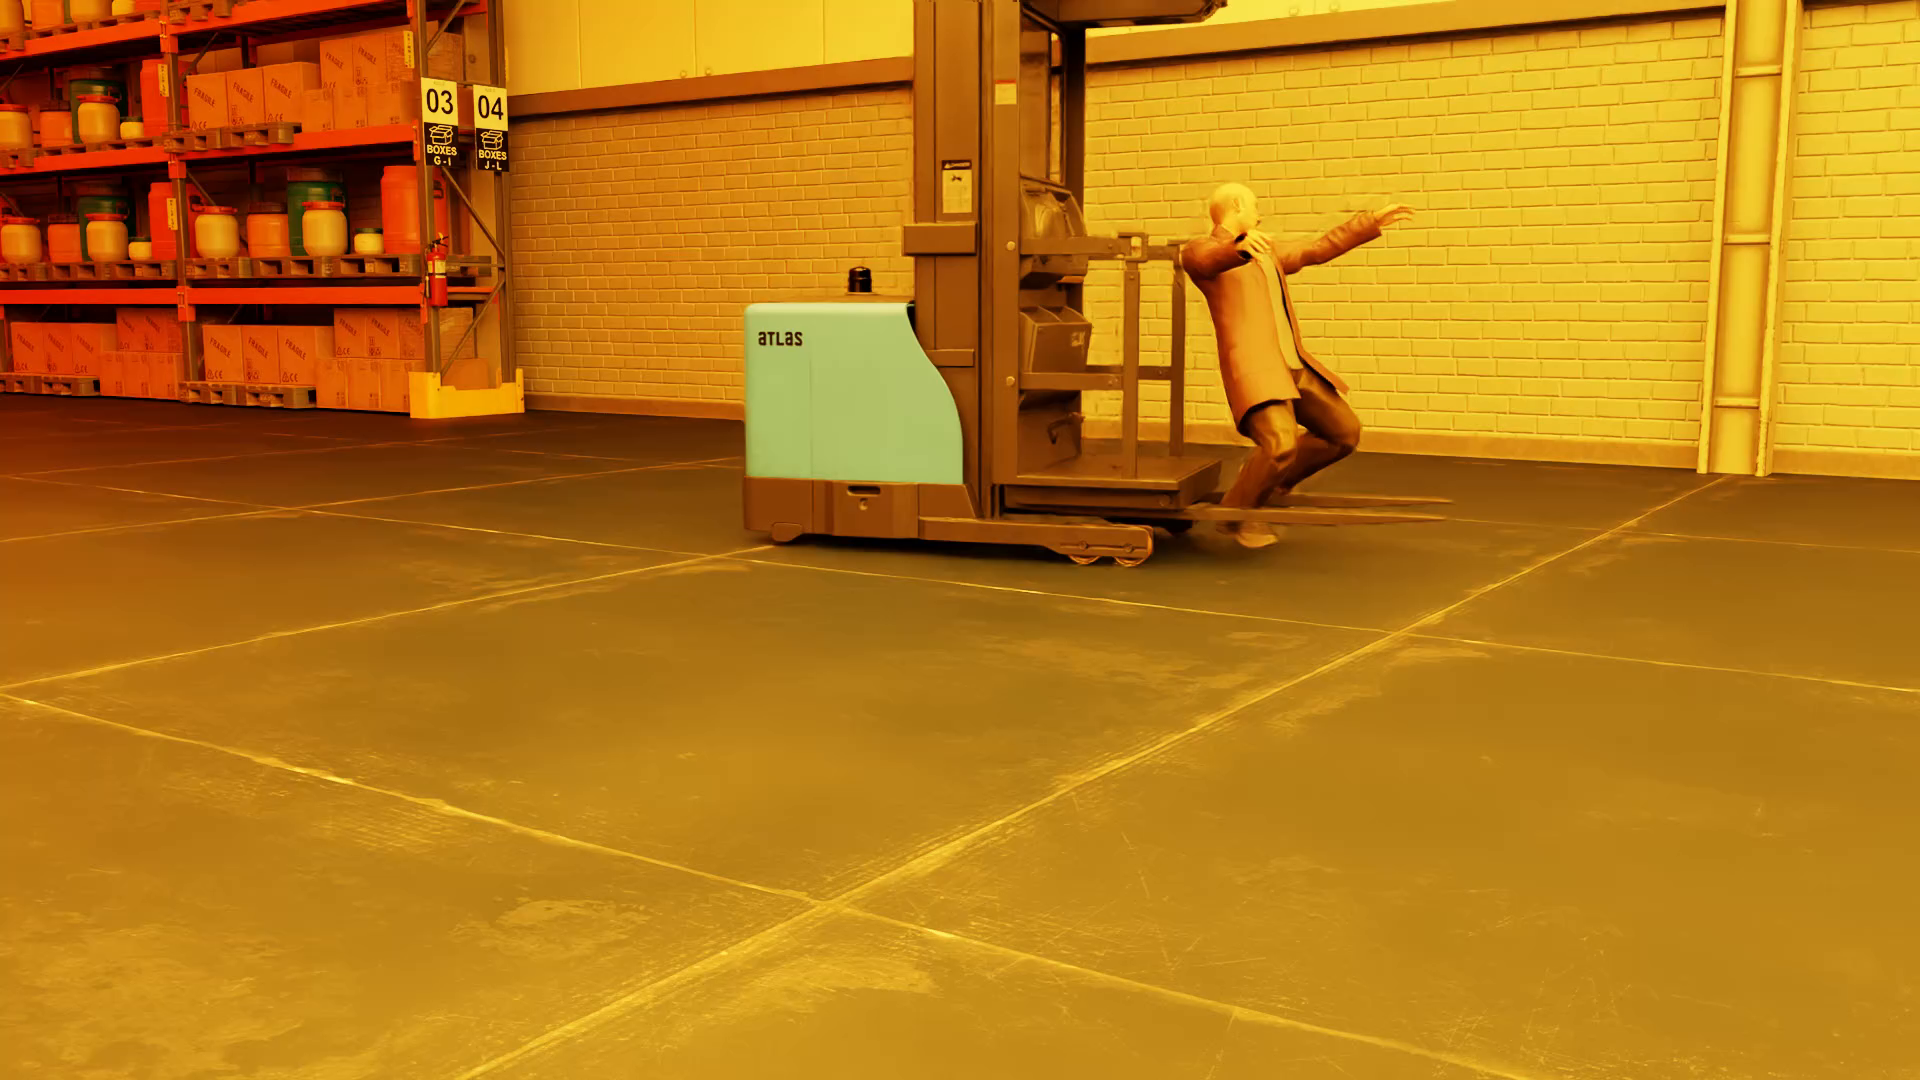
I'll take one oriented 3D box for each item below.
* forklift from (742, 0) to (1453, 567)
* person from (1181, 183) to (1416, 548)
[{"bbox_3d":[0.600,-1.426,7.219,3.031,2.935,1.130,3,9,18],"label":"forklift"},{"bbox_3d":[1.327,-0.746,7.009,1.147,1.524,0.739,-7,11,-43],"label":"person"}]
